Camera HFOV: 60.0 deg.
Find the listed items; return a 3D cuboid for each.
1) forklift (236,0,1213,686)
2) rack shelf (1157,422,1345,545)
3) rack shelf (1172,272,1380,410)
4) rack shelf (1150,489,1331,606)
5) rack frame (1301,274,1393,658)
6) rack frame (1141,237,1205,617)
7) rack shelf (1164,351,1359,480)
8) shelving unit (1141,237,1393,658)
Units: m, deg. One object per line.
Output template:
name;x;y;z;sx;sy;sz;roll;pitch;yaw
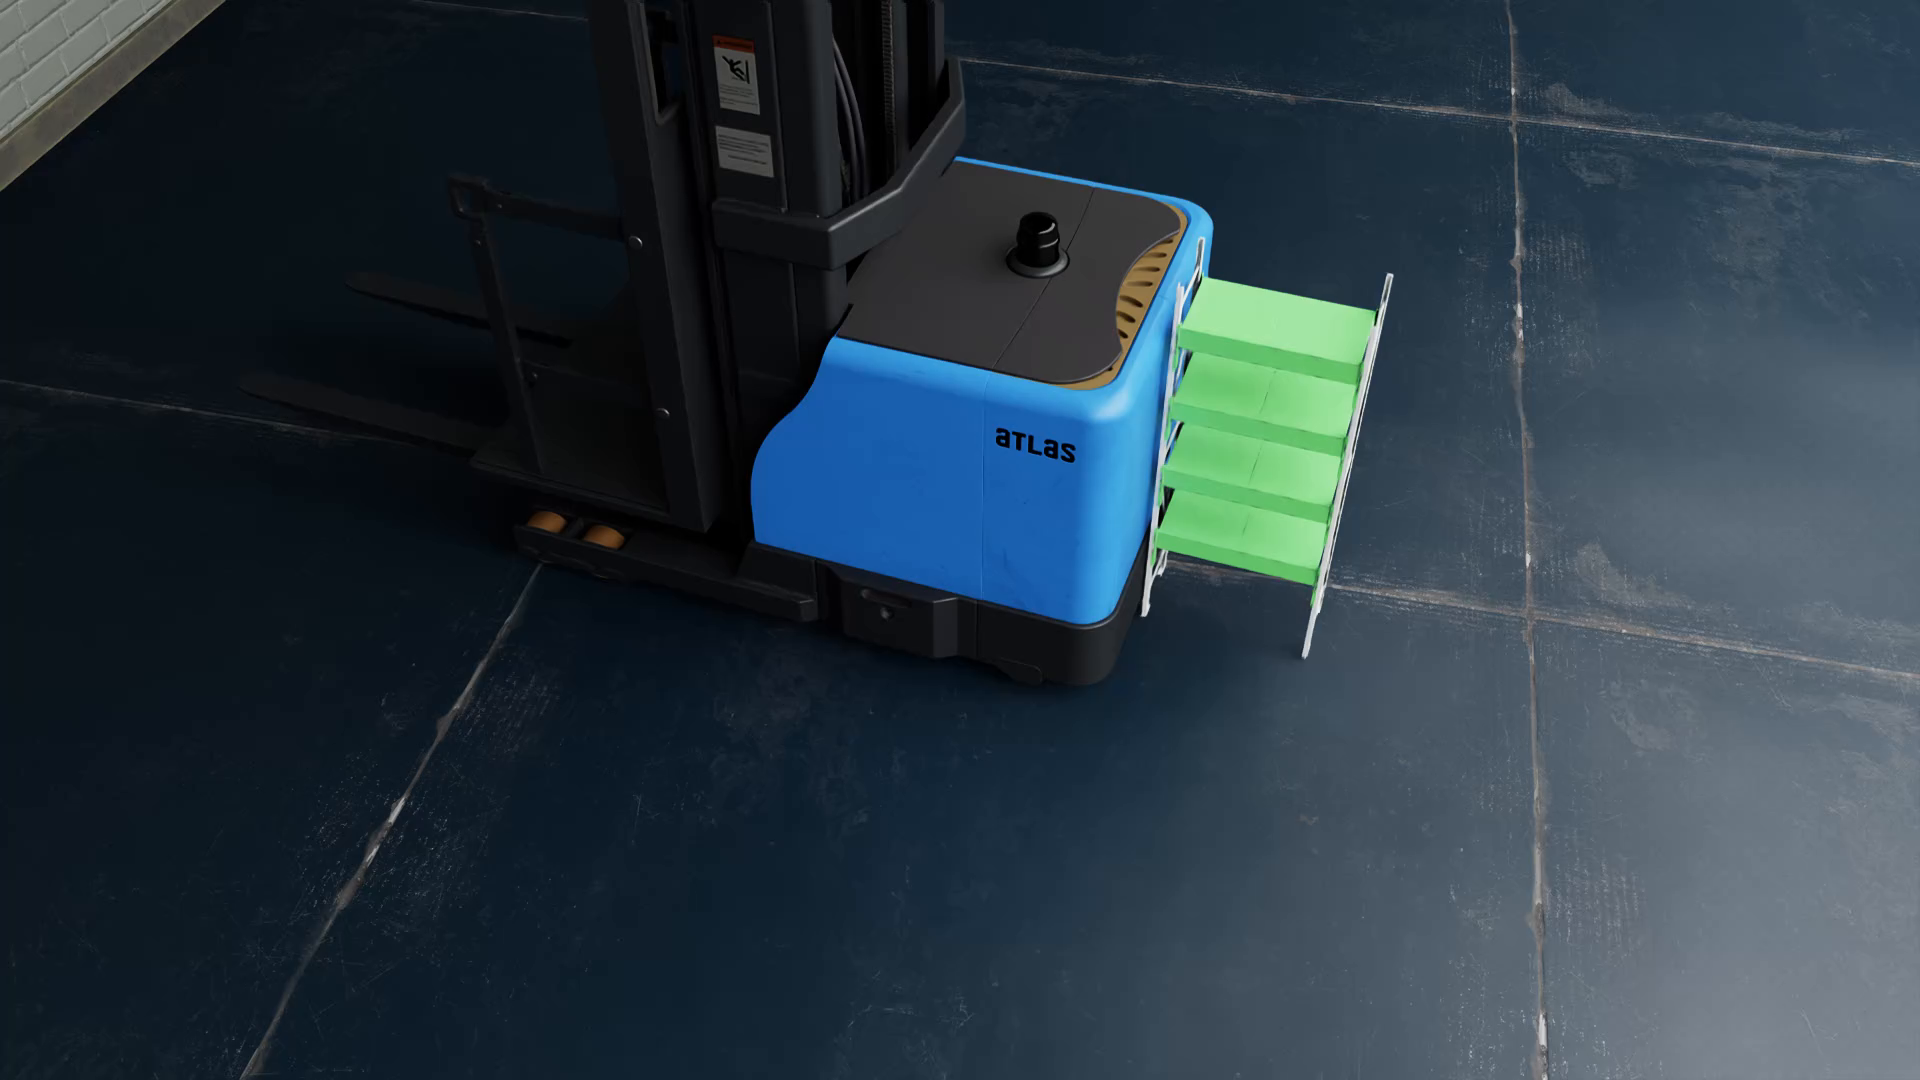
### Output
forklift;-0.844;-1.267;4.453;3.031;2.935;1.130;14;46;14
rack shelf;0.822;-0.176;4.660;0.480;0.148;0.258;14;46;14
rack shelf;0.822;-0.522;4.327;0.480;0.148;0.258;14;46;14
rack shelf;0.822;-0.003;4.826;0.480;0.148;0.258;14;46;14
rack frame;1.052;-0.164;4.556;0.015;1.200;0.240;14;46;14
rack frame;0.593;-0.279;4.675;0.015;1.200;0.240;14;46;14
rack shelf;0.822;-0.349;4.493;0.480;0.148;0.258;14;46;14
shelving unit;0.822;-0.222;4.615;0.503;1.200;0.258;14;46;14
